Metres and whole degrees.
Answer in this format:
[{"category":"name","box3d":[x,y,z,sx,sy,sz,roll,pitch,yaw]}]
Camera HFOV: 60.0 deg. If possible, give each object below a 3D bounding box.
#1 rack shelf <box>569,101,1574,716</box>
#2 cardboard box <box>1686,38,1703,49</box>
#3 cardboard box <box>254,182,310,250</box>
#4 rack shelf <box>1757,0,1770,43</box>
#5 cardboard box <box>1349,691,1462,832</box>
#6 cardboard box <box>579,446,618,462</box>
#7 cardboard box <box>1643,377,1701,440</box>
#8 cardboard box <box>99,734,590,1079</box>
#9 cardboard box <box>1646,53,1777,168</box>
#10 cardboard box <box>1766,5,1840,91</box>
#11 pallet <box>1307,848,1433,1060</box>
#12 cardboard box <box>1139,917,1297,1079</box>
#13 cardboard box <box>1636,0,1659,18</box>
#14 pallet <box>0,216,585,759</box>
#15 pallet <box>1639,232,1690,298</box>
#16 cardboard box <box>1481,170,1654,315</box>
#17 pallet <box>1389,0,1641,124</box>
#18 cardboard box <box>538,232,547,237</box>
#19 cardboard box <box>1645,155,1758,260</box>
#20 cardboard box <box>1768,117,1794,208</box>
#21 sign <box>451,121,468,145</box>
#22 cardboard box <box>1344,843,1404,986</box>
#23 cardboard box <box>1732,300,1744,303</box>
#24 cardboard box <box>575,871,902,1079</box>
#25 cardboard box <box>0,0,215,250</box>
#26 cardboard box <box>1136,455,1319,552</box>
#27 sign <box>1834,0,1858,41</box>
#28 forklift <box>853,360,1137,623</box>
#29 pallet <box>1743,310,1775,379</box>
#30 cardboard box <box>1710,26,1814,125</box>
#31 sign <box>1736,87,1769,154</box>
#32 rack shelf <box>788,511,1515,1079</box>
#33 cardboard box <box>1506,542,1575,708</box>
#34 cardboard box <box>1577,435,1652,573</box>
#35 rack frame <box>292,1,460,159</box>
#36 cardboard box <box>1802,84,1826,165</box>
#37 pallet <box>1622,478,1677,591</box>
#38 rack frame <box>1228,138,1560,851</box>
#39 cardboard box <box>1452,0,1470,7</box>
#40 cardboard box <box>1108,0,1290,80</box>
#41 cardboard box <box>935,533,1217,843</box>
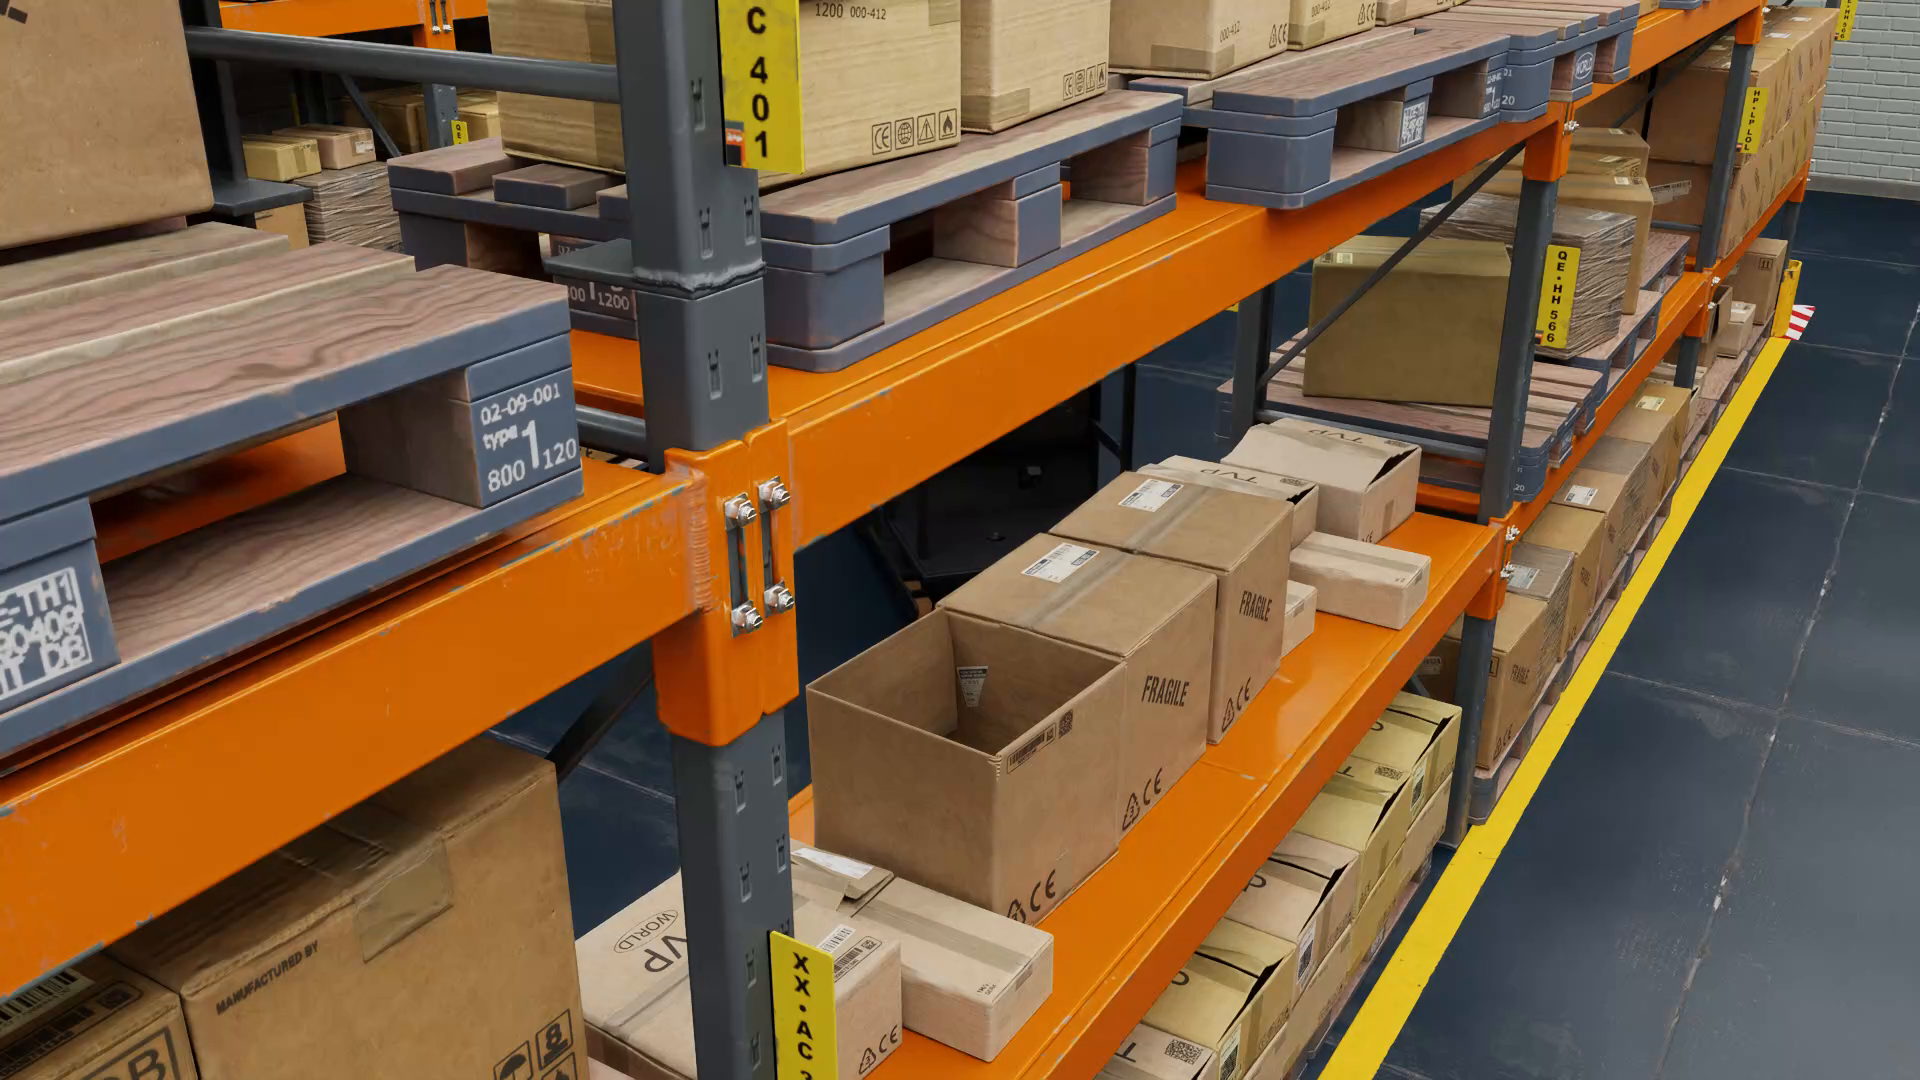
[{"category":"rack shelf","box3d":[0.376,-0.730,3.790,1.077,0.370,4.000,14,27,29]},{"category":"cardboard box","box3d":[4.122,-2.782,10.015,0.500,0.500,0.500,14,27,29]},{"category":"cardboard box","box3d":[-3.290,-1.288,7.270,0.700,0.500,0.500,11,26,24]},{"category":"rack shelf","box3d":[4.596,-3.430,10.027,1.077,0.370,4.000,14,27,29]},{"category":"cardboard box","box3d":[1.364,0.682,5.626,0.500,0.311,0.500,15,27,30]},{"category":"cardboard box","box3d":[-2.280,-0.822,9.050,0.750,0.750,0.750,13,27,28]},{"category":"cardboard box","box3d":[3.946,-0.773,9.590,0.500,0.311,0.500,14,27,29]},{"category":"cardboard box","box3d":[-0.907,0.502,2.057,0.700,0.500,0.500,14,27,29]},{"category":"cardboard box","box3d":[4.029,-2.313,8.933,0.500,0.500,0.500,15,27,30]},{"category":"cardboard box","box3d":[5.650,-3.355,11.340,0.500,0.500,0.500,14,27,29]},{"category":"pallet","box3d":[0.964,1.191,5.733,1.003,0.211,1.213,14,27,29]},{"category":"cardboard box","box3d":[0.561,1.197,4.436,0.500,0.311,0.500,15,27,30]},{"category":"cardboard box","box3d":[2.176,-2.283,6.346,0.910,0.500,0.500,14,27,29]},{"category":"pallet","box3d":[-1.107,-0.051,1.428,1.003,0.211,1.213,14,27,29]},{"category":"pallet","box3d":[3.027,-1.373,8.388,1.003,0.211,1.213,14,27,29]},{"category":"cardboard box","box3d":[2.662,-1.338,7.410,0.700,0.500,0.500,7,24,16]},{"category":"pallet","box3d":[1.149,-1.400,4.671,1.213,0.211,1.003,15,28,31]},{"category":"cardboard box","box3d":[-2.306,-1.697,8.369,0.500,0.500,0.500,15,27,30]},{"category":"cardboard box","box3d":[4.041,-1.869,9.166,0.500,0.500,0.500,15,27,30]},{"category":"cardboard box","box3d":[4.842,-2.383,10.353,0.500,0.500,0.500,13,27,28]},{"category":"sign","box3d":[-2.313,-1.780,7.727,0.100,0.325,0.005,14,27,29]},{"category":"cardboard box","box3d":[1.092,1.114,5.333,0.500,0.250,0.500,14,27,28]},{"category":"cardboard box","box3d":[5.284,-1.607,11.699,0.380,0.166,0.250,14,27,29]},{"category":"cardboard box","box3d":[-0.456,0.885,3.118,0.500,0.250,0.500,16,28,32]},{"category":"cardboard box","box3d":[-1.168,-0.573,1.691,0.500,0.500,0.500,16,28,33]},{"category":"cardboard box","box3d":[0.795,-0.056,5.216,0.500,0.311,0.500,14,27,28]},{"category":"sign","box3d":[6.112,-3.612,11.462,0.100,0.325,0.005,14,27,29]},{"category":"forklift","box3d":[0.227,-1.090,7.578,1.130,2.935,3.031,-7,24,-15]},{"category":"pallet","box3d":[5.191,-1.484,11.912,1.003,0.211,1.213,14,27,29]},{"category":"cardboard box","box3d":[4.844,-2.835,10.139,0.500,0.500,0.500,15,27,31]},{"category":"sign","box3d":[4.015,-2.125,8.425,0.100,0.325,0.005,14,27,29]},{"category":"rack shelf","box3d":[0.376,0.647,4.386,1.077,0.370,4.000,14,27,29]},{"category":"cardboard box","box3d":[2.185,0.315,6.839,0.500,0.500,0.500,13,27,27]},{"category":"cardboard box","box3d":[2.992,-0.202,8.034,0.500,0.500,0.500,14,27,30]},{"category":"rack frame","box3d":[-2.779,-1.395,8.197,1.000,3.000,0.127,14,27,29]},{"category":"cardboard box","box3d":[5.646,-2.896,11.538,0.500,0.500,0.500,15,27,31]},{"category":"pallet","box3d":[3.144,-0.146,8.822,1.003,0.211,1.213,14,27,29]},{"category":"rack frame","box3d":[1.431,-0.358,5.802,1.000,3.000,0.127,14,27,29]},{"category":"cardboard box","box3d":[1.240,-1.694,4.771,0.500,0.250,0.500,12,26,25]},{"category":"cardboard box","box3d":[0.382,-1.141,3.495,0.500,0.250,0.500,11,26,25]},{"category":"cardboard box","box3d":[0.282,0.343,4.056,0.500,0.500,0.500,14,27,29]}]
